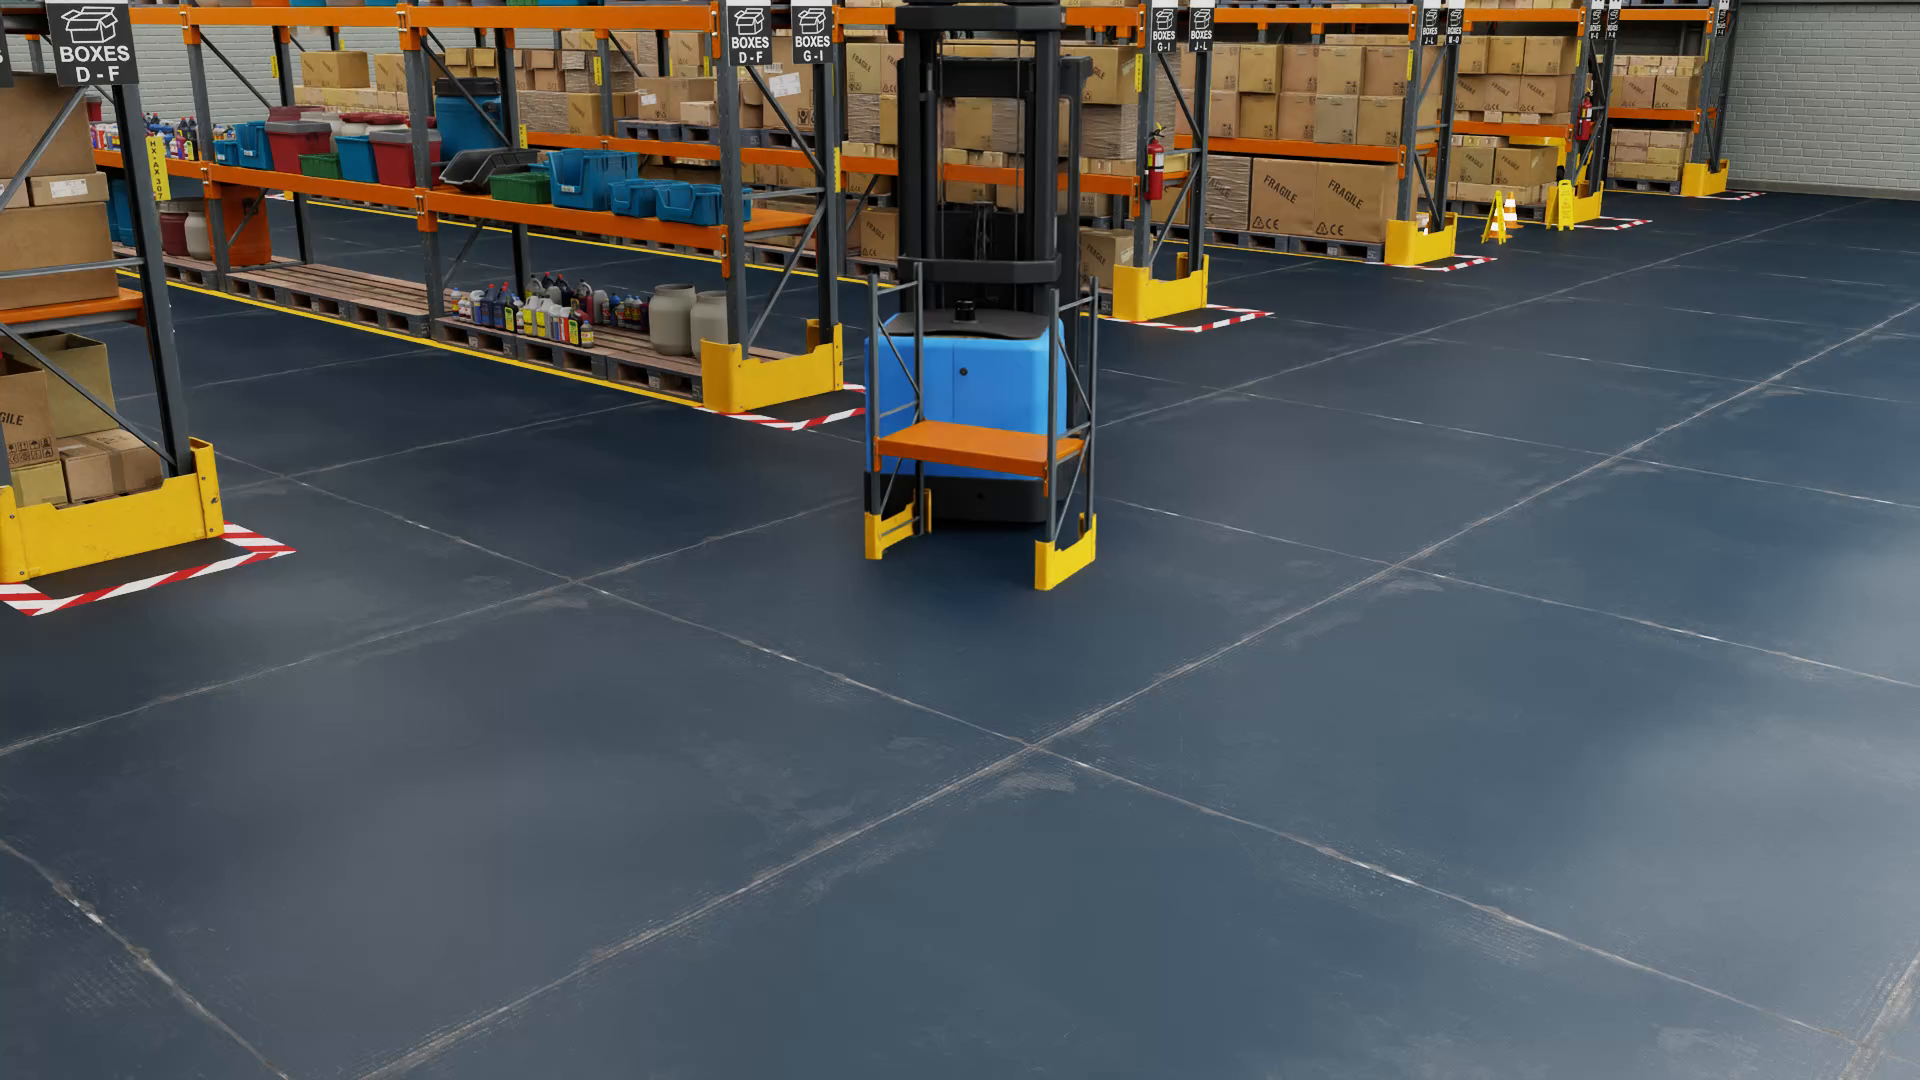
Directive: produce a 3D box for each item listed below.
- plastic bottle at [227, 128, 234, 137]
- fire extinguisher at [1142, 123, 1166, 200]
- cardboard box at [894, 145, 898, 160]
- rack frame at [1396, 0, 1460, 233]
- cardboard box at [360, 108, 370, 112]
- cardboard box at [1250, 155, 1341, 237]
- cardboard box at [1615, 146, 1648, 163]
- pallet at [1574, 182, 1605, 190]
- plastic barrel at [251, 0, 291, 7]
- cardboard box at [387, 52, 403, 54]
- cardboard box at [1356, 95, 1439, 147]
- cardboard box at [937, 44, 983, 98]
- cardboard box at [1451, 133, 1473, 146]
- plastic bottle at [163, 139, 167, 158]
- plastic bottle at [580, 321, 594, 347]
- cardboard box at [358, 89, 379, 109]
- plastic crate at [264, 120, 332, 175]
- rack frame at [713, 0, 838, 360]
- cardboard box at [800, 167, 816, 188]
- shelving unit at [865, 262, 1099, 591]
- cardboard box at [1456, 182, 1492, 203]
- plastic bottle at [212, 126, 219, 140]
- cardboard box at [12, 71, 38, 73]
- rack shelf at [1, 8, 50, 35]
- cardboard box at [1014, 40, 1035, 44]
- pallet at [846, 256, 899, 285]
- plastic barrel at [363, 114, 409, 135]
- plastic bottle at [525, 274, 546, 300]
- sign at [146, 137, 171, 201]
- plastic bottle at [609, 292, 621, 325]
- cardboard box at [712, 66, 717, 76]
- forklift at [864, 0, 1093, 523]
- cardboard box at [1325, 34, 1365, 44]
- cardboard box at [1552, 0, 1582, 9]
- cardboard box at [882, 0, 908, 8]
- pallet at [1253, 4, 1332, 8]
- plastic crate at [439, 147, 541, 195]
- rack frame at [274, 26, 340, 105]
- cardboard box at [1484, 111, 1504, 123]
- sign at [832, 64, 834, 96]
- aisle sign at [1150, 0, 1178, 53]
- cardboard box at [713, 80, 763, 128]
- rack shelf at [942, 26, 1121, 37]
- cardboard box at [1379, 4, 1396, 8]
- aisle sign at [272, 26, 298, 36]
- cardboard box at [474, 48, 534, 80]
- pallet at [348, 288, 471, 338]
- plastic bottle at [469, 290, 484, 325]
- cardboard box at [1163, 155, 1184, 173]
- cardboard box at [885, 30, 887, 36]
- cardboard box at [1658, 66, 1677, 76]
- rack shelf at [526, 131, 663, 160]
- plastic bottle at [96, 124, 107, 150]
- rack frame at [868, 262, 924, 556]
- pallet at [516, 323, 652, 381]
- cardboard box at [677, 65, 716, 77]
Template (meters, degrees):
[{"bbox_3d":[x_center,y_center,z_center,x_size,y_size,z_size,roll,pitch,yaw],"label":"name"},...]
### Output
[{"bbox_3d":[-7.847,-4.307,17.936,0.097,0.271,0.097,0,18,0],"label":"plastic bottle"},{"bbox_3d":[1.768,-3.450,15.151,0.183,0.674,0.296,15,23,39],"label":"fire extinguisher"},{"bbox_3d":[-0.465,-4.041,17.301,0.250,0.149,0.380,15,23,39],"label":"cardboard box"},{"bbox_3d":[5.356,-4.716,19.012,0.127,3.000,1.000,15,23,39],"label":"rack frame"},{"bbox_3d":[-8.394,-6.149,23.942,0.250,0.149,0.380,15,23,38],"label":"cardboard box"},{"bbox_3d":[4.146,-4.201,20.207,0.875,0.875,0.875,15,23,38],"label":"cardboard box"},{"bbox_3d":[10.919,-6.238,26.833,0.500,0.250,0.500,15,23,39],"label":"cardboard box"},{"bbox_3d":[10.350,-6.040,27.794,1.213,0.211,1.003,15,23,39],"label":"pallet"},{"bbox_3d":[-6.323,-5.389,15.464,0.708,0.830,0.600,15,23,39],"label":"plastic barrel"},{"bbox_3d":[-7.931,-6.809,24.125,0.500,0.500,0.500,14,22,38],"label":"cardboard box"},{"bbox_3d":[5.049,-4.851,19.192,0.550,0.550,0.875,15,23,39],"label":"cardboard box"},{"bbox_3d":[-0.087,-4.735,16.762,0.500,0.500,0.500,15,23,39],"label":"cardboard box"},{"bbox_3d":[7.093,-5.677,23.580,0.250,0.149,0.380,16,24,42],"label":"cardboard box"},{"bbox_3d":[-8.334,-4.122,17.469,0.097,0.201,0.097,0,18,0],"label":"plastic bottle"},{"bbox_3d":[-2.964,-1.639,13.215,0.097,0.201,0.097,0,18,0],"label":"plastic bottle"},{"bbox_3d":[-8.262,-6.329,23.851,0.500,0.250,0.500,16,23,40],"label":"cardboard box"},{"bbox_3d":[-6.277,-3.736,15.820,0.583,0.464,0.402,15,23,39],"label":"plastic crate"},{"bbox_3d":[-1.299,-2.493,12.009,0.127,3.000,1.000,15,23,39],"label":"rack frame"},{"bbox_3d":[-2.085,-5.611,25.272,0.500,0.500,0.500,14,22,37],"label":"cardboard box"},{"bbox_3d":[0.106,-0.613,8.565,1.083,1.500,0.587,9,20,27],"label":"shelving unit"},{"bbox_3d":[7.401,-4.953,23.610,0.500,0.250,0.500,15,23,39],"label":"cardboard box"},{"bbox_3d":[-8.152,-4.413,18.272,0.097,0.271,0.097,0,18,0],"label":"plastic bottle"},{"bbox_3d":[-5.367,-2.251,8.936,0.500,0.500,0.700,14,23,38],"label":"cardboard box"},{"bbox_3d":[-6.086,-2.862,9.401,4.000,0.370,1.077,15,23,39],"label":"rack shelf"},{"bbox_3d":[1.266,-8.234,28.278,0.500,0.500,0.500,15,23,39],"label":"cardboard box"},{"bbox_3d":[-0.478,-2.961,18.093,1.213,0.211,1.003,15,23,39],"label":"pallet"},{"bbox_3d":[-5.410,-3.750,15.745,0.433,0.535,0.433,0,18,0],"label":"plastic barrel"},{"bbox_3d":[-3.714,-2.147,14.569,0.185,0.351,0.144,15,23,39],"label":"plastic bottle"},{"bbox_3d":[-4.217,-1.948,8.729,0.005,0.325,0.100,15,23,39],"label":"sign"},{"bbox_3d":[-2.931,-1.967,14.133,0.097,0.271,0.097,0,18,0],"label":"plastic bottle"},{"bbox_3d":[-3.630,-7.306,25.912,0.250,0.149,0.380,17,24,42],"label":"cardboard box"},{"bbox_3d":[0.214,-1.896,10.242,1.130,2.935,3.031,3,18,9],"label":"forklift"},{"bbox_3d":[5.760,-7.188,24.491,0.500,0.500,0.700,15,23,39],"label":"cardboard box"},{"bbox_3d":[8.114,-7.174,22.216,0.250,0.149,0.380,15,23,39],"label":"cardboard box"},{"bbox_3d":[-0.438,-5.522,16.841,0.500,0.250,0.500,15,23,39],"label":"cardboard box"},{"bbox_3d":[5.183,-8.147,25.177,1.003,0.211,1.213,15,23,39],"label":"pallet"},{"bbox_3d":[-3.984,-3.133,14.127,0.504,0.338,0.767,15,23,39],"label":"plastic crate"},{"bbox_3d":[-9.979,-6.826,25.663,0.127,3.000,1.000,15,23,39],"label":"rack frame"},{"bbox_3d":[7.491,-5.890,23.127,0.250,0.149,0.380,16,23,40],"label":"cardboard box"},{"bbox_3d":[-1.369,-4.843,17.498,0.005,0.325,0.100,15,23,39],"label":"sign"},{"bbox_3d":[1.836,-4.773,14.894,0.004,0.787,0.394,15,23,39],"label":"aisle sign"},{"bbox_3d":[-2.361,-4.994,19.023,0.797,0.503,0.637,-15,23,-40],"label":"cardboard box"},{"bbox_3d":[0.869,-7.007,22.463,4.000,0.370,1.077,15,23,39],"label":"rack shelf"},{"bbox_3d":[6.223,-7.702,23.878,0.250,0.149,0.380,16,24,41],"label":"cardboard box"},{"bbox_3d":[-10.232,-8.012,25.101,0.004,0.787,0.394,15,23,39],"label":"aisle sign"},{"bbox_3d":[-5.998,-6.282,22.125,0.637,0.503,0.797,15,23,40],"label":"cardboard box"},{"bbox_3d":[-4.904,-2.116,15.431,1.213,0.211,1.003,15,23,39],"label":"pallet"},{"bbox_3d":[-4.084,-1.986,14.186,0.135,0.276,0.152,16,24,41],"label":"plastic bottle"},{"bbox_3d":[1.933,-3.605,15.928,0.250,0.149,0.380,15,23,39],"label":"cardboard box"},{"bbox_3d":[-1.156,-9.218,30.309,0.250,0.149,0.380,15,23,39],"label":"cardboard box"},{"bbox_3d":[11.202,-7.387,26.193,0.250,0.149,0.380,16,23,40],"label":"cardboard box"},{"bbox_3d":[-5.491,-5.279,21.976,4.000,0.370,1.077,15,23,39],"label":"rack shelf"},{"bbox_3d":[-9.489,-4.479,18.470,0.135,0.276,0.152,15,23,39],"label":"plastic bottle"},{"bbox_3d":[-0.332,-0.686,8.794,0.032,1.500,0.500,9,20,27],"label":"rack frame"},{"bbox_3d":[-2.900,-1.578,13.735,1.213,0.211,1.003,15,23,39],"label":"pallet"},{"bbox_3d":[-4.168,-7.348,26.649,0.500,0.500,0.500,15,23,39],"label":"cardboard box"}]
